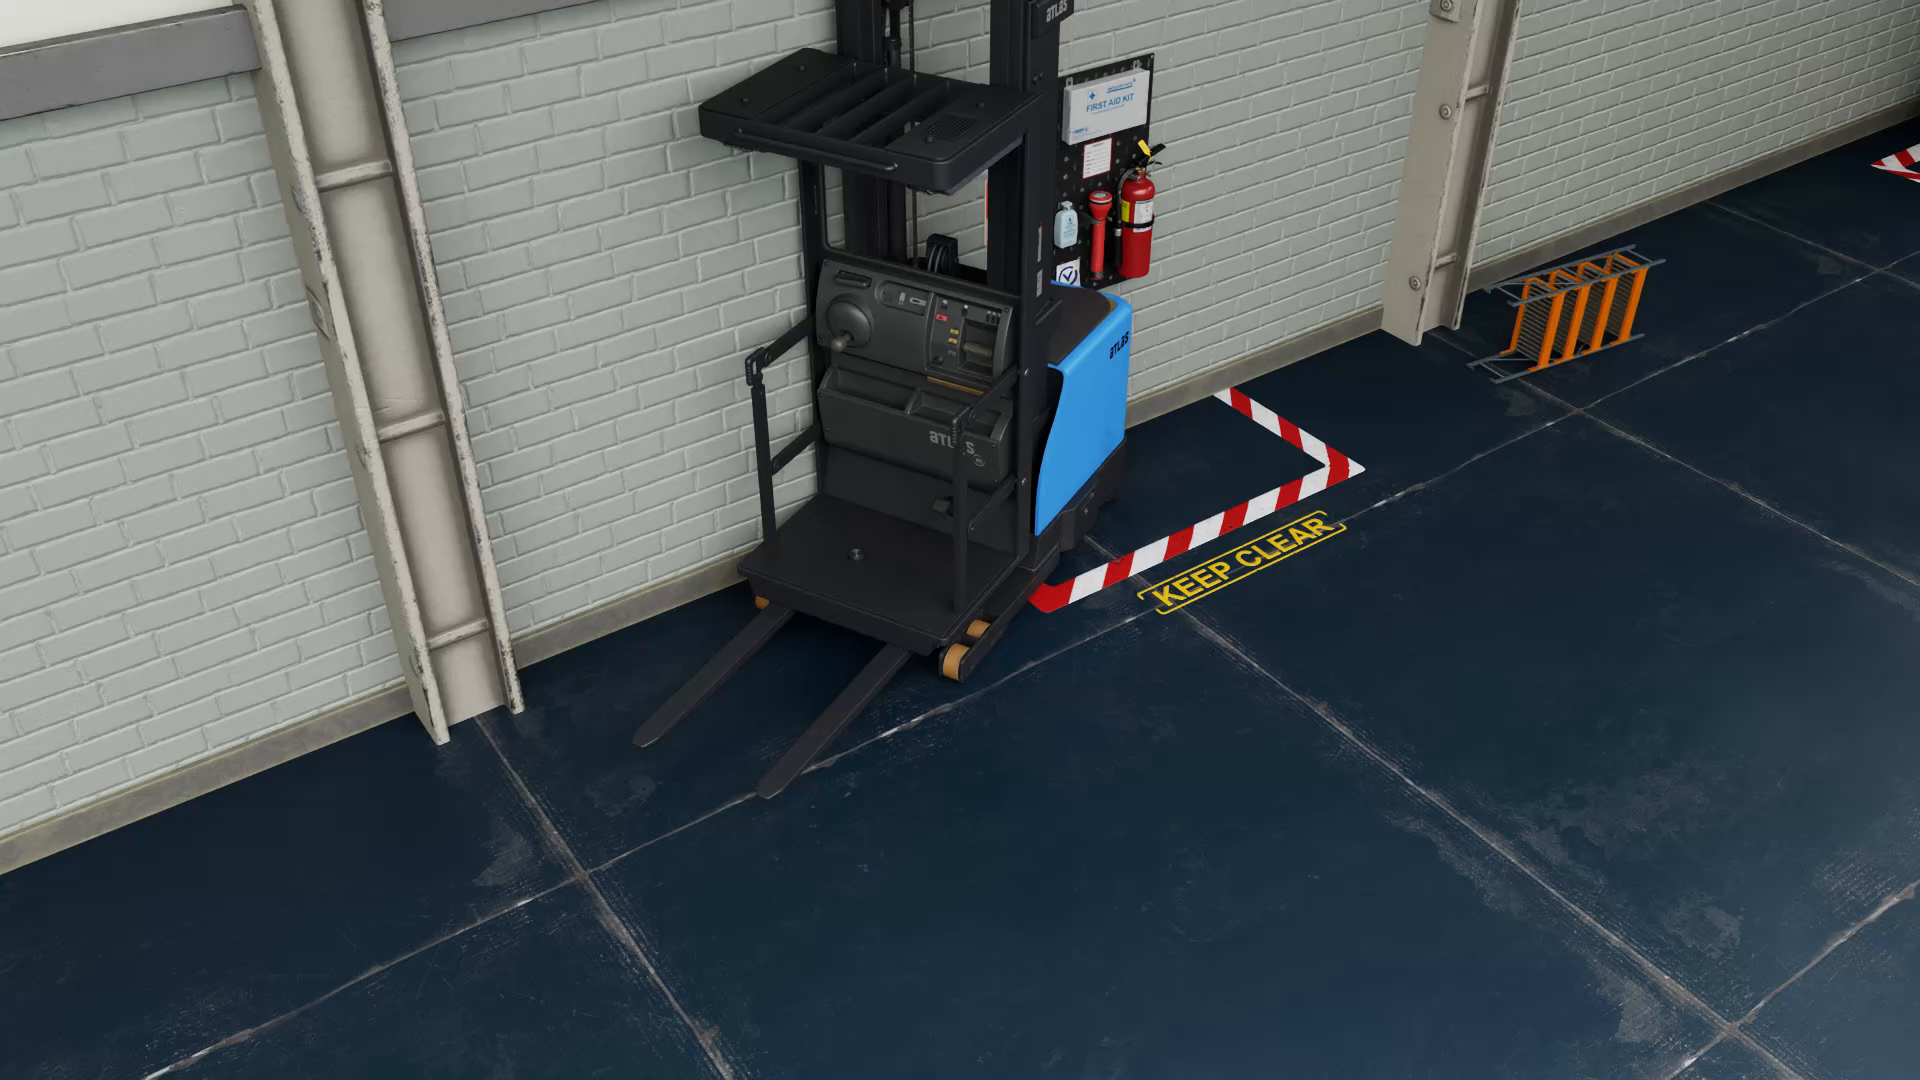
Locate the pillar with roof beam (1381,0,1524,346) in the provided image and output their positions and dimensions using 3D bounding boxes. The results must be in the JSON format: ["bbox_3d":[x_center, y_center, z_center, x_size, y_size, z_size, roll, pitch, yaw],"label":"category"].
[{"bbox_3d":[5.246,-2.886,4.556,0.400,9.000,9.100,-22,41,-28],"label":"pillar with roof beam"}]

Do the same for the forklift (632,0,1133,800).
[{"bbox_3d":[-0.305,-0.868,6.947,1.130,2.935,3.031,18,39,23],"label":"forklift"}]

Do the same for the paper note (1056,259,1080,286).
[{"bbox_3d":[0.540,-1.308,8.255,0.142,0.148,0.016,-22,41,-28],"label":"paper note"}]

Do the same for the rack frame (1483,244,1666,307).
[{"bbox_3d":[3.516,-1.516,9.492,1.200,0.015,0.240,-18,39,-24],"label":"rack frame"}]

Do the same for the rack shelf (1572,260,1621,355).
[{"bbox_3d":[3.648,-1.360,9.697,0.148,0.480,0.258,-18,39,-24],"label":"rack shelf"}]

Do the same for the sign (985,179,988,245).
[{"bbox_3d":[0.213,-1.570,7.834,0.234,0.329,0.001,-22,41,-28],"label":"sign"}]

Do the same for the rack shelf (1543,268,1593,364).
[{"bbox_3d":[3.454,-1.298,9.606,0.148,0.480,0.258,-18,39,-24],"label":"rack shelf"}]

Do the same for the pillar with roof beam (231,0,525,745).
[{"bbox_3d":[0.342,-0.868,1.750,0.400,9.000,9.100,-22,41,-28],"label":"pillar with roof beam"}]

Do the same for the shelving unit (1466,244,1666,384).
[{"bbox_3d":[3.512,-1.317,9.633,1.200,0.503,0.258,-18,39,-24],"label":"shelving unit"}]

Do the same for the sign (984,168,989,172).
[{"bbox_3d":[0.222,-1.783,7.675,0.331,0.109,0.001,-22,41,-28],"label":"sign"}]

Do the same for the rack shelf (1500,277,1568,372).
[{"bbox_3d":[3.281,-1.243,9.524,0.148,0.480,0.258,-18,39,-24],"label":"rack shelf"}]

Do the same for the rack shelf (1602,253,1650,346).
[{"bbox_3d":[3.854,-1.425,9.794,0.148,0.480,0.258,-18,39,-24],"label":"rack shelf"}]

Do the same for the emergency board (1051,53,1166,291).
[{"bbox_3d":[0.724,-1.693,8.034,0.643,1.169,0.194,-22,41,-28],"label":"emergency board"}]

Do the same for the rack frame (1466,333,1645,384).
[{"bbox_3d":[3.509,-1.117,9.774,1.200,0.015,0.240,-18,39,-24],"label":"rack frame"}]
